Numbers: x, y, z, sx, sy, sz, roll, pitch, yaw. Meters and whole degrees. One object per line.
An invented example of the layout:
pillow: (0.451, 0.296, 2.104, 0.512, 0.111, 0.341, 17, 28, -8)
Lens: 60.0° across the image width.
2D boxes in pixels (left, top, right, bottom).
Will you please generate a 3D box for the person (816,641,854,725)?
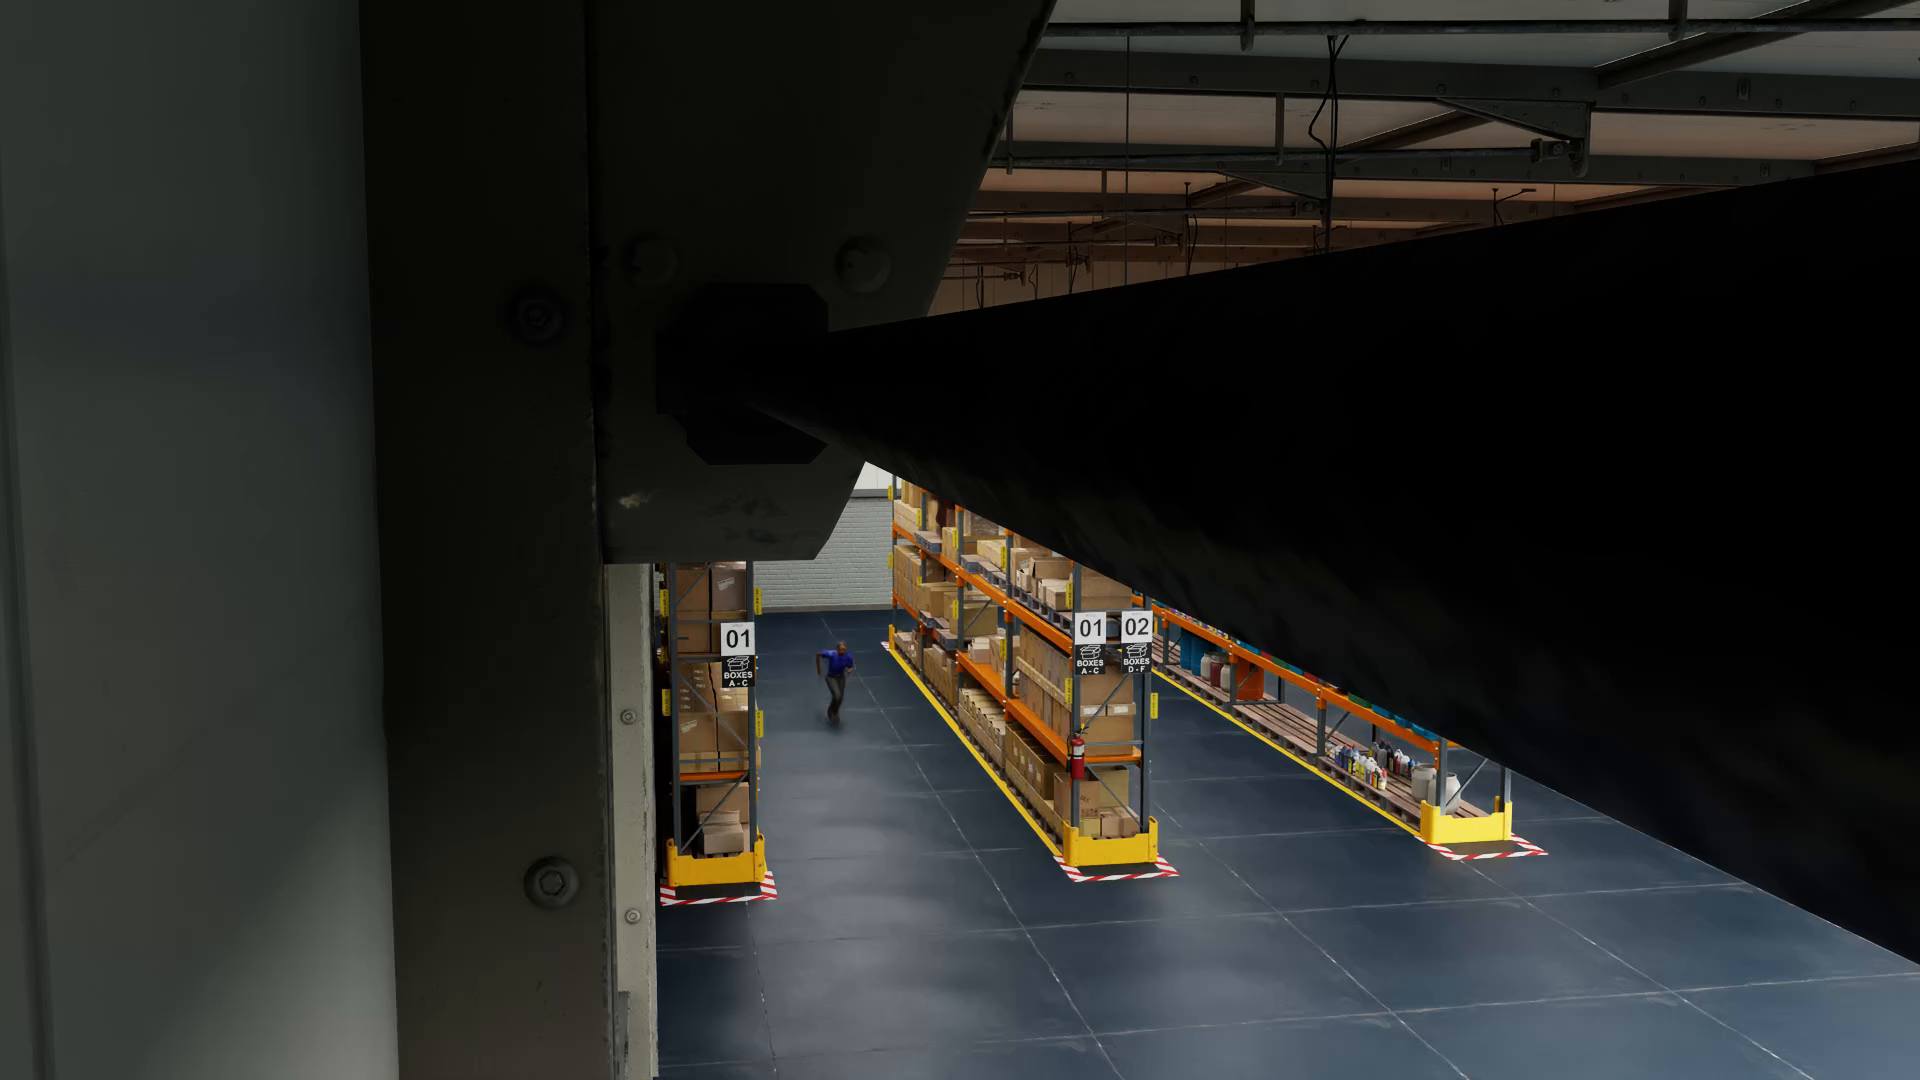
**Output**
person: (-2.181, 2.474, 28.881, 0.609, 1.502, 0.927, -3, 7, -24)
